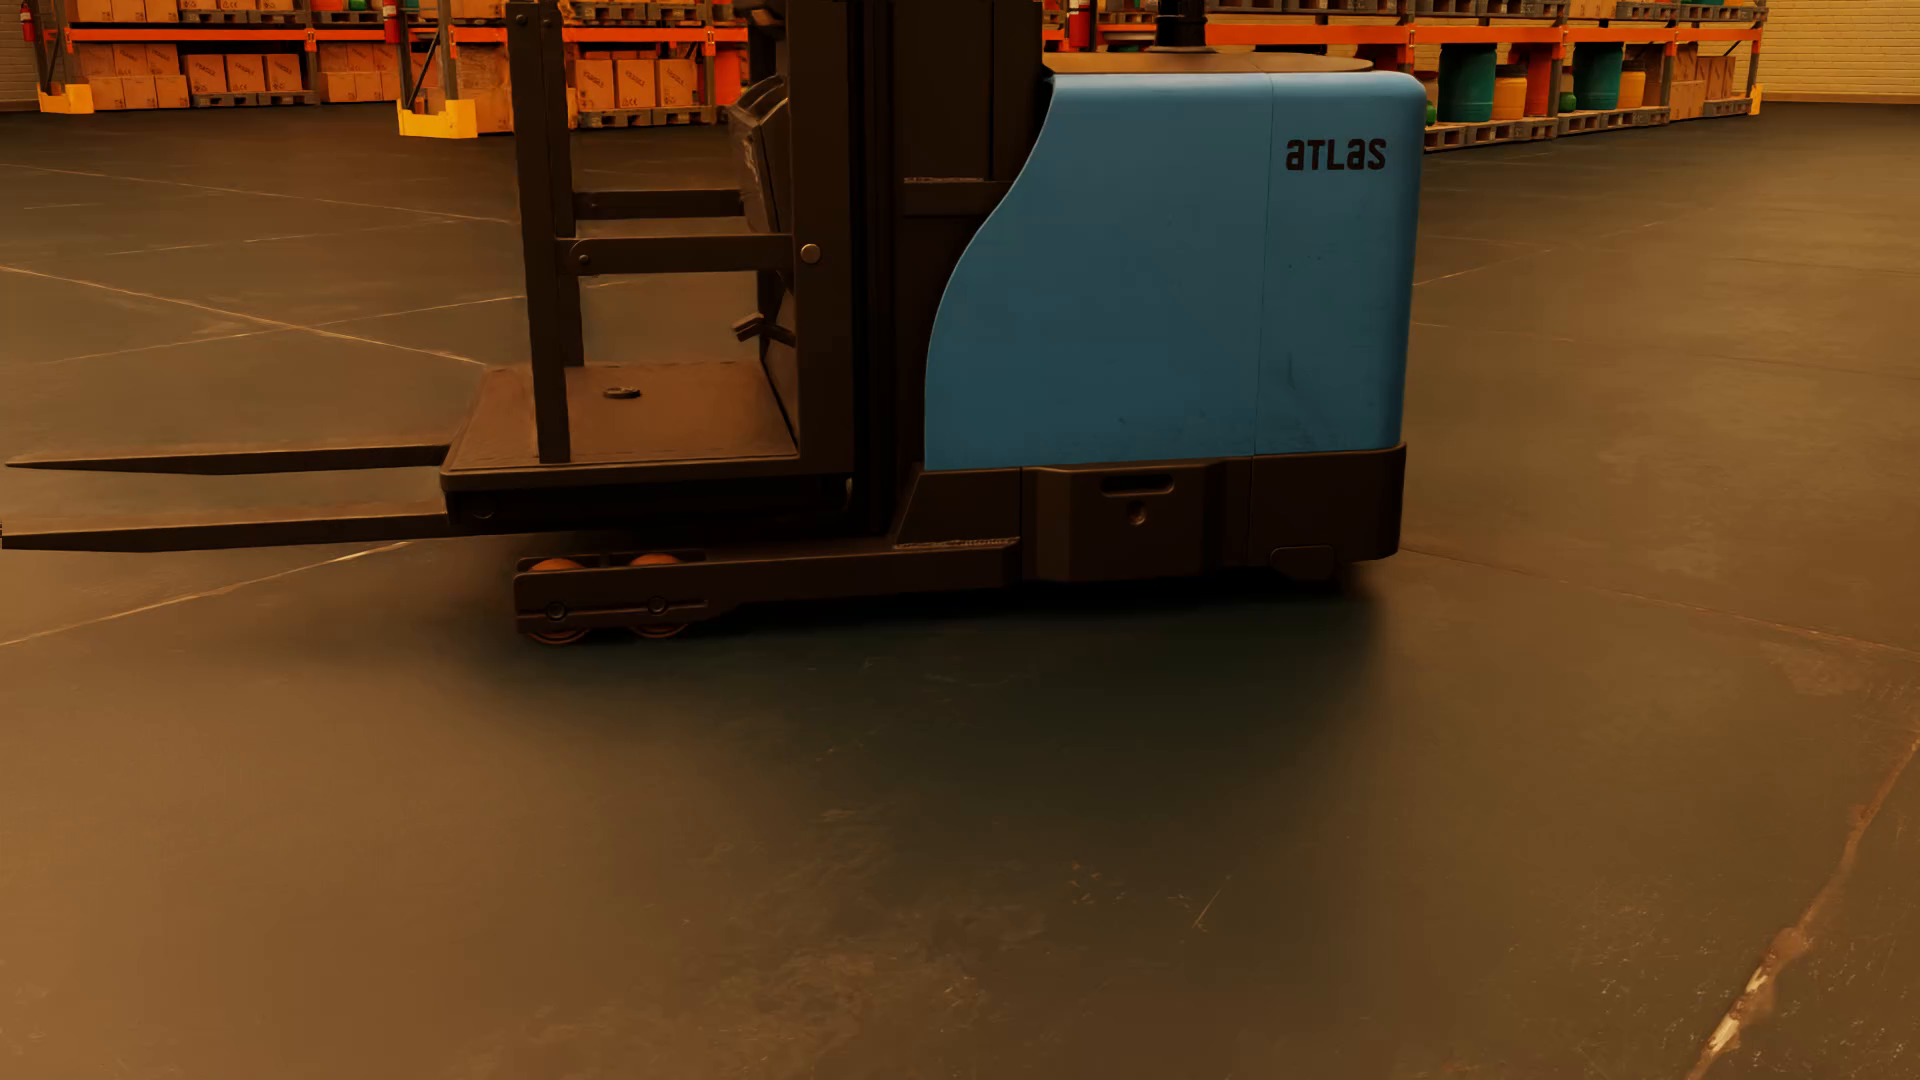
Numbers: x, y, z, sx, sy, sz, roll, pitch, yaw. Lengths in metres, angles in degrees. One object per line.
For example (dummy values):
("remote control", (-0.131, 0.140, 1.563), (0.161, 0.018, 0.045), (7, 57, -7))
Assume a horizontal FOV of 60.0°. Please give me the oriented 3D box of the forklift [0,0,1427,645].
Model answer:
("forklift", (-0.610, -1.363, 3.387), (3.031, 2.935, 1.130), (-3, 17, -10))
